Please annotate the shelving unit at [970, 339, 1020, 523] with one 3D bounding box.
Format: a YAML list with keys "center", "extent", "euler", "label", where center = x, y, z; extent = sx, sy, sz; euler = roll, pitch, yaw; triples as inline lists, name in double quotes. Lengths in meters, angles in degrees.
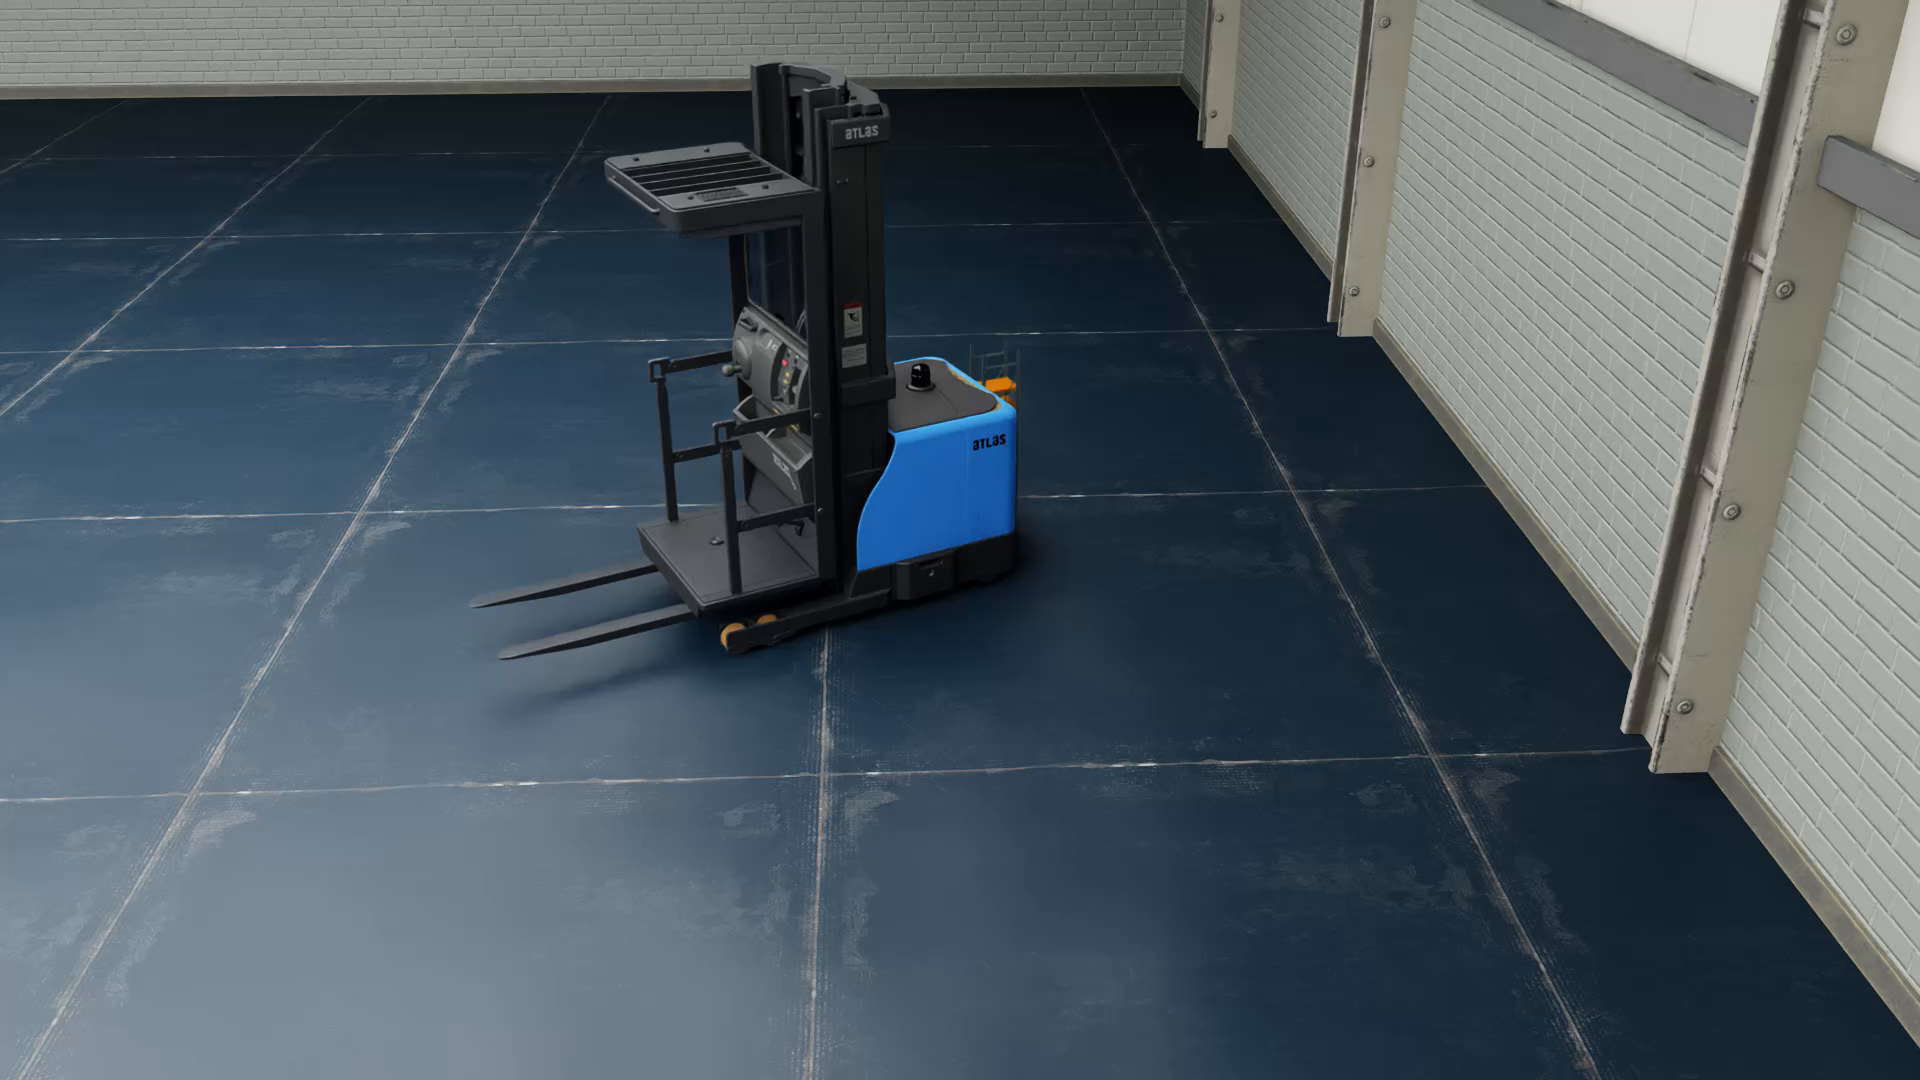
- center: [0.206, -0.610, 10.120]
  extent: [0.258, 1.200, 0.189]
  euler: [-10, 29, -20]
  label: "shelving unit"

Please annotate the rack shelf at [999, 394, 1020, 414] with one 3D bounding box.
- center: [0.207, -0.784, 10.031]
  extent: [0.258, 0.103, 0.180]
  euler: [-10, 29, -20]
  label: "rack shelf"

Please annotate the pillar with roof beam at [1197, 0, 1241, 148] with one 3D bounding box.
- center: [-1.418, -8.389, 16.604]
  extent: [9.100, 9.000, 0.400]
  euler: [-1, 28, -3]
  label: "pillar with roof beam"

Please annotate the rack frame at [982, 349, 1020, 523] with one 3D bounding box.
- center: [0.241, -0.571, 10.045]
  extent: [0.240, 1.200, 0.006]
  euler: [-10, 29, -20]
  label: "rack frame"

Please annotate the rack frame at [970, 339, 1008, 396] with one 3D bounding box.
- center: [0.172, -0.649, 10.195]
  extent: [0.240, 1.200, 0.006]
  euler: [-10, 29, -20]
  label: "rack frame"

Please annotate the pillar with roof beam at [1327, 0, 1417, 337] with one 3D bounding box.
- center: [-1.104, -5.619, 11.292]
  extent: [9.100, 9.000, 0.400]
  euler: [-1, 28, -3]
  label: "pillar with roof beam"

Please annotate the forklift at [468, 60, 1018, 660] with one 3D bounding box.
- center: [-1.206, -0.958, 8.917]
  extent: [3.031, 2.935, 1.130]
  euler: [-14, 31, -25]
  label: "forklift"

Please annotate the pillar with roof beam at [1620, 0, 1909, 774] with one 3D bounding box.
- center: [-0.791, -2.848, 5.979]
  extent: [9.100, 9.000, 0.400]
  euler: [-1, 28, -3]
  label: "pillar with roof beam"

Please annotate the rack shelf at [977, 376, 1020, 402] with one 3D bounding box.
- center: [0.207, -0.891, 9.976]
  extent: [0.258, 0.103, 0.180]
  euler: [-10, 29, -20]
  label: "rack shelf"
